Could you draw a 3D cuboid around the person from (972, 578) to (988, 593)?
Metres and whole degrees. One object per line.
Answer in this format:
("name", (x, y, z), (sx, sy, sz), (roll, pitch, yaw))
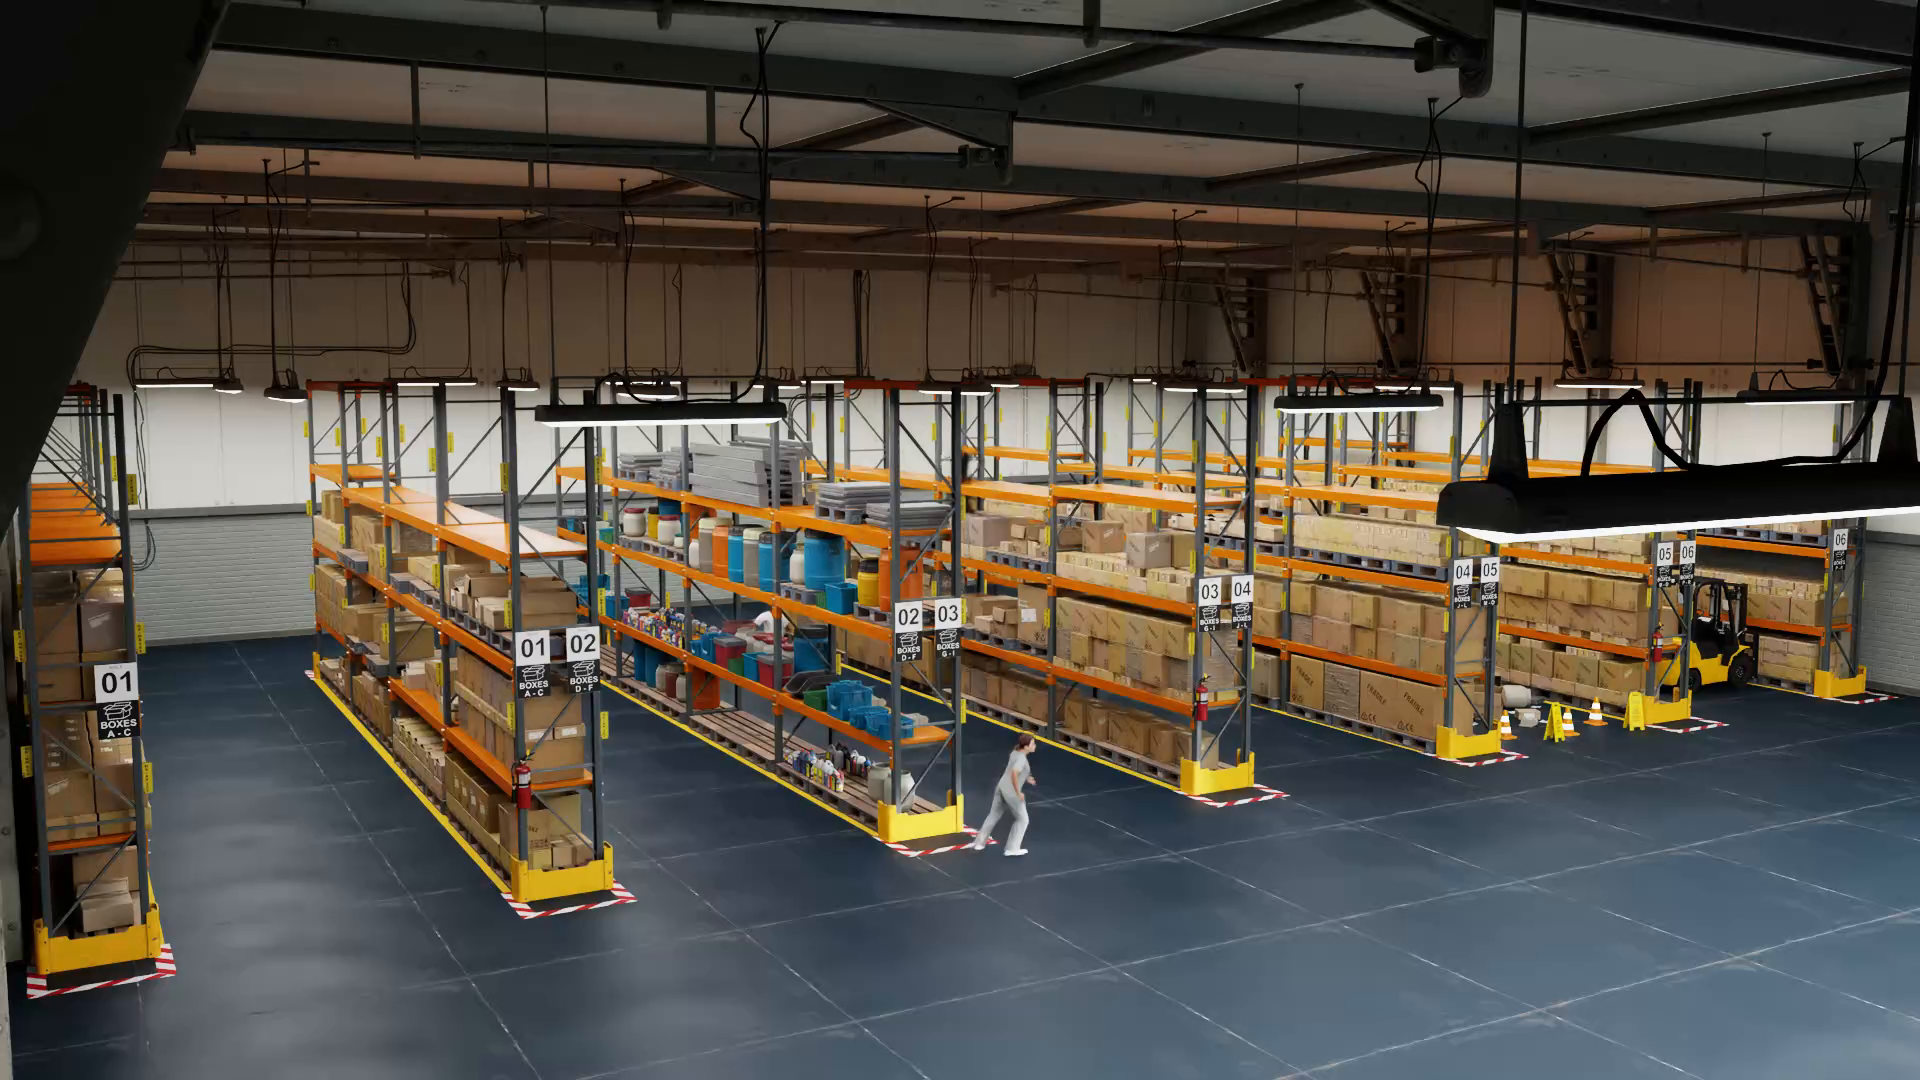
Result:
("person", (0.608, 1.058, 41.982), (0.843, 1.645, 0.751), (-2, 6, -20))

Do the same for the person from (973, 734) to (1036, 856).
("person", (0.613, 3.274, 21.441), (0.845, 1.591, 0.629), (-3, 7, -23))

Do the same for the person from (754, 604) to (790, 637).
("person", (-3.572, 1.948, 32.087), (0.705, 1.705, 0.991), (-6, 8, -43))
